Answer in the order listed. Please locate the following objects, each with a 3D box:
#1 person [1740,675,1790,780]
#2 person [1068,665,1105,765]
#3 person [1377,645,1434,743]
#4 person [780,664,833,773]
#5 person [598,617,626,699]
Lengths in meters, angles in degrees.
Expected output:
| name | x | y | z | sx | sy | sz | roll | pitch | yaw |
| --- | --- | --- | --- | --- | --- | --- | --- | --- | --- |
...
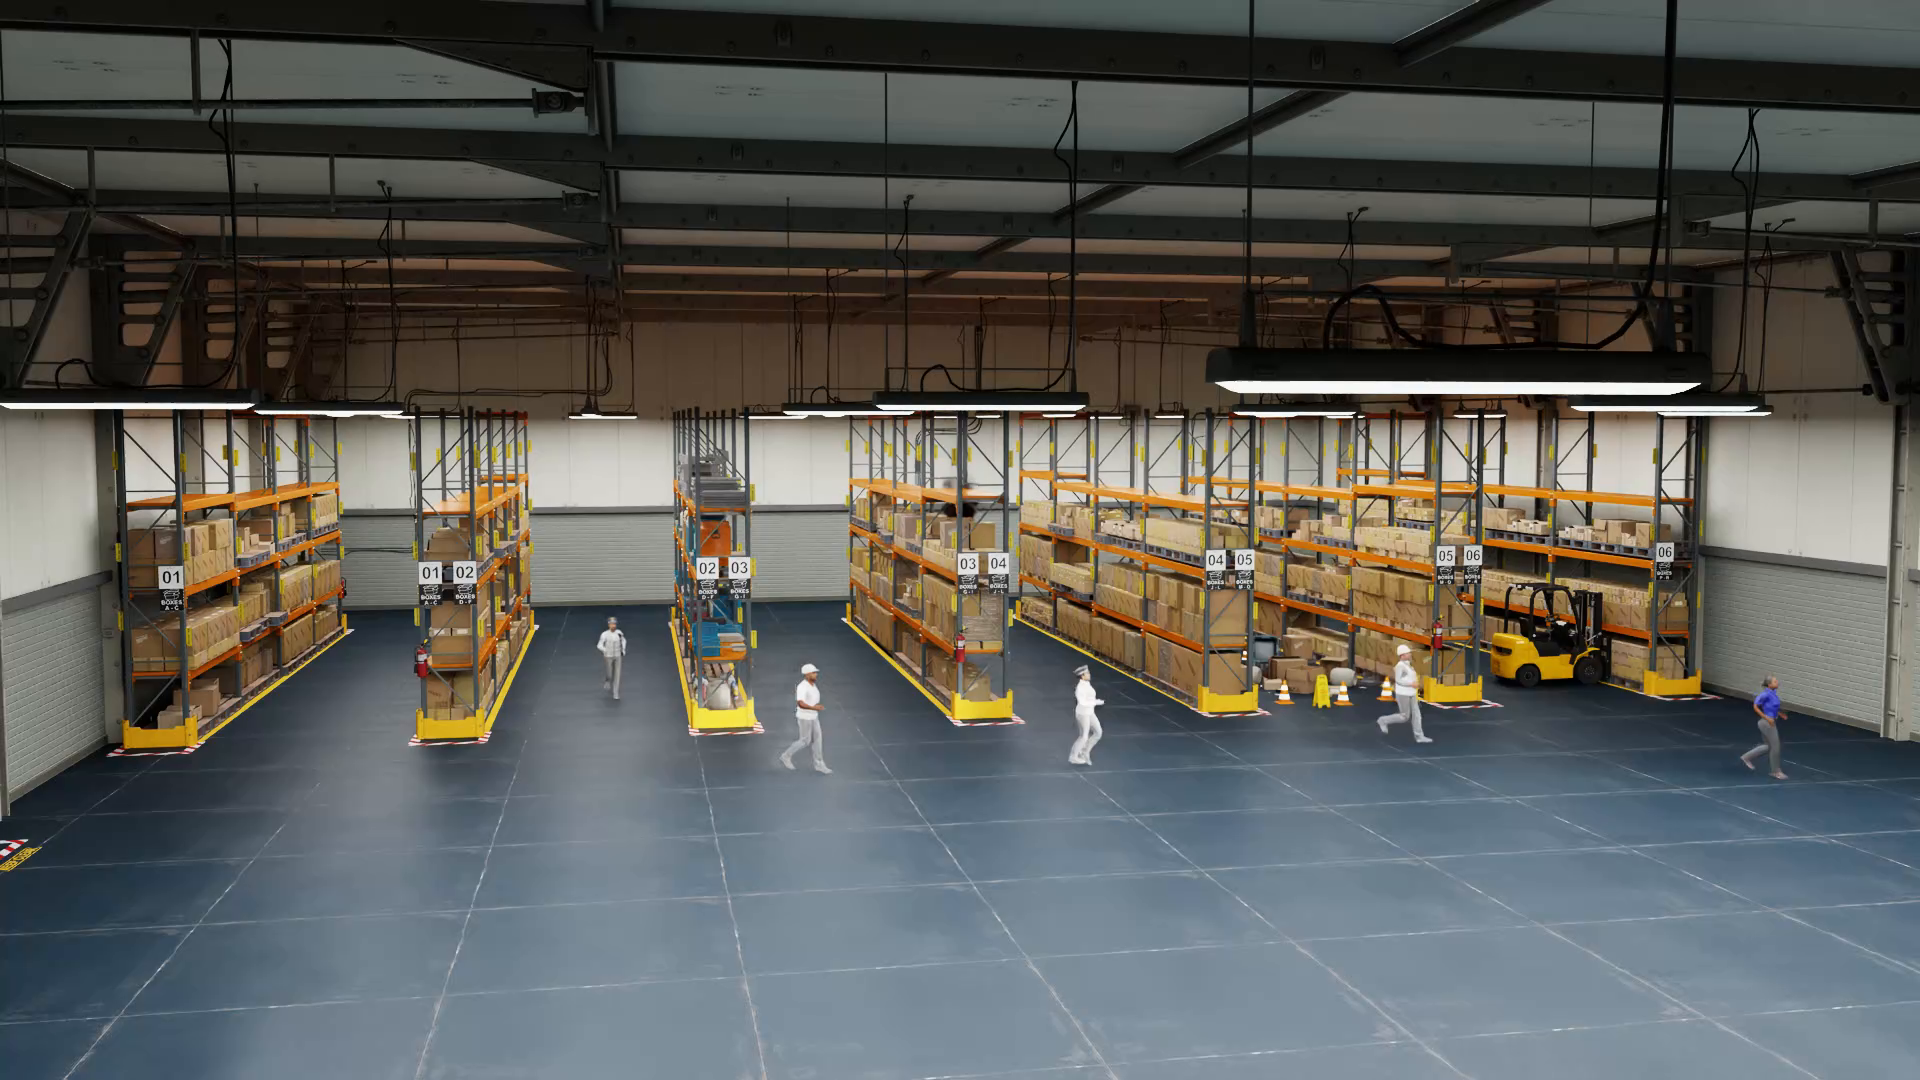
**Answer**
| name | x | y | z | sx | sy | sz | roll | pitch | yaw |
| --- | --- | --- | --- | --- | --- | --- | --- | --- | --- |
| person | 13.007 | 3.000 | 26.807 | 0.747 | 1.660 | 0.583 | 3 | 5 | 39 |
| person | 2.123 | 2.918 | 27.652 | 0.629 | 1.705 | 0.595 | 1 | 4 | 19 |
| person | 7.966 | 2.742 | 29.648 | 0.984 | 1.743 | 0.677 | 3 | 5 | 33 |
| person | -2.499 | 2.908 | 27.099 | 0.865 | 1.784 | 0.726 | 1 | 4 | 13 |
| person | -7.185 | 2.424 | 34.453 | 0.618 | 1.669 | 0.890 | -2 | 4 | -24 |
